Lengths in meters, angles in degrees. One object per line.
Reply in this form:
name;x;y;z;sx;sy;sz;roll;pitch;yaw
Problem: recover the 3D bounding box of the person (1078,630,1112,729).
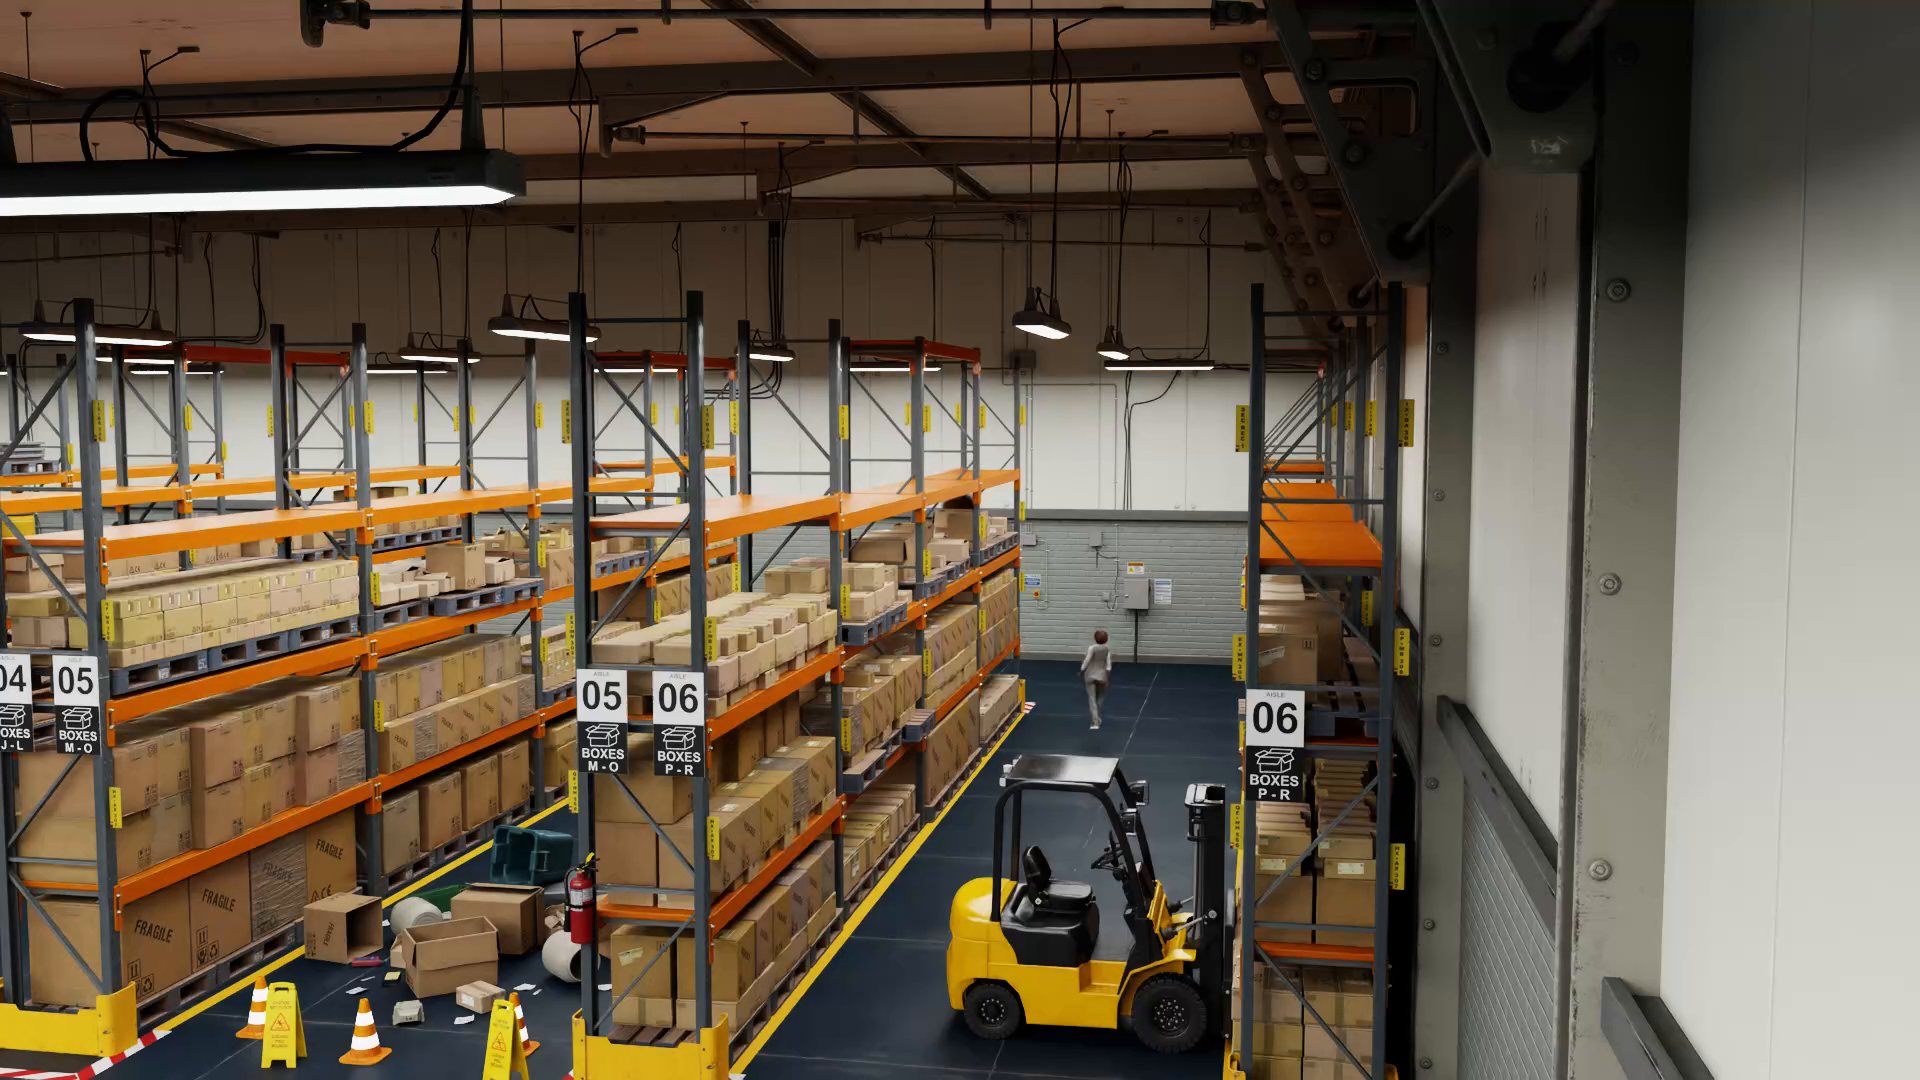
person;2.092;2.145;25.784;0.509;1.556;0.841;0;5;-3
